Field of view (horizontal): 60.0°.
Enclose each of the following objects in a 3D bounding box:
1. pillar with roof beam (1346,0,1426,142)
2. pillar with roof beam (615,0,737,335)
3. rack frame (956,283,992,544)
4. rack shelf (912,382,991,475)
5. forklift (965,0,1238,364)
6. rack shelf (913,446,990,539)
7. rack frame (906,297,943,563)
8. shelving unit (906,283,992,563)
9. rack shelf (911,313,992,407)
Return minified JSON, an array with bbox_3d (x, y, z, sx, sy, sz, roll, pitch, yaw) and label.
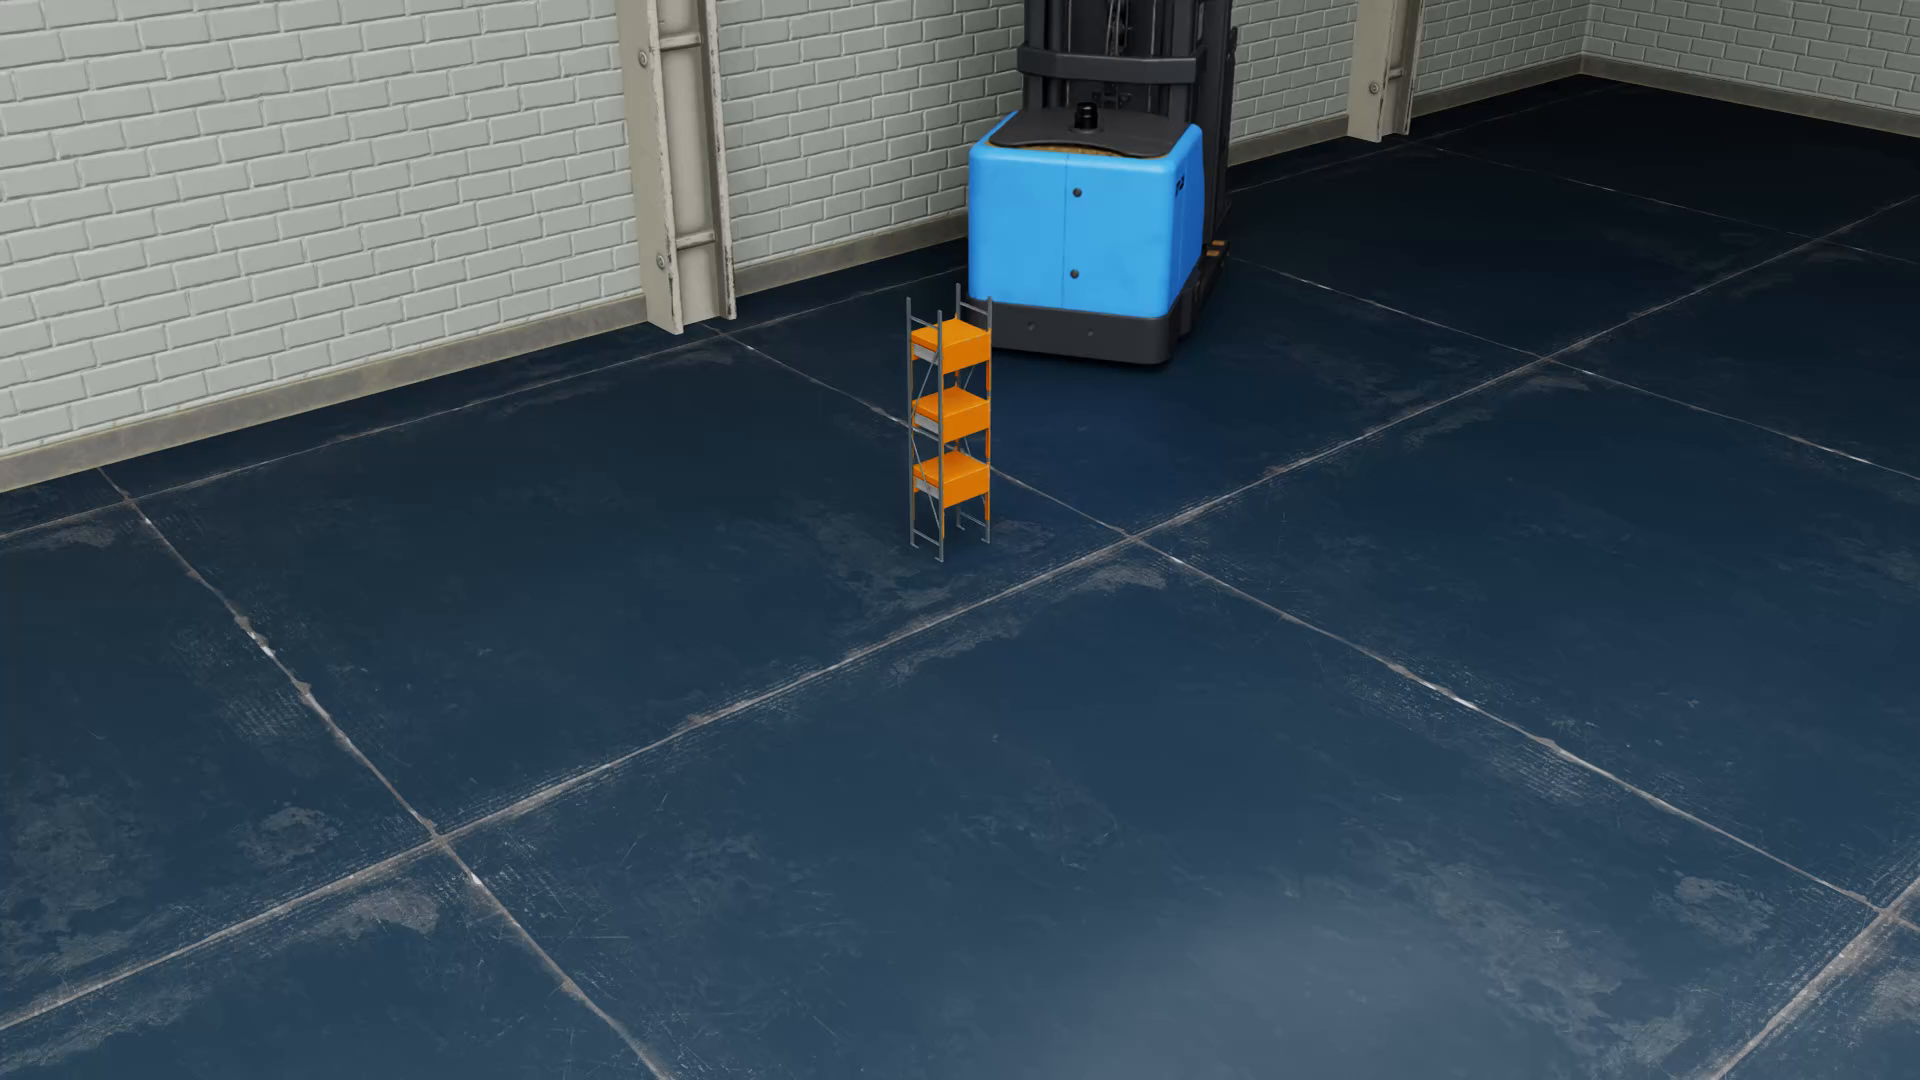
[{"bbox_3d":[5.905,-5.459,7.418,0.400,9.000,9.100,-22,35,-35],"label":"pillar with roof beam"},{"bbox_3d":[1.341,-3.624,3.983,0.400,9.000,9.100,-22,35,-35],"label":"pillar with roof beam"},{"bbox_3d":[0.052,-0.484,6.542,0.008,1.050,0.200,-22,35,-35],"label":"rack frame"},{"bbox_3d":[-0.041,-0.437,6.477,0.240,0.259,0.215,-22,35,-35],"label":"rack shelf"},{"bbox_3d":[0.948,-2.838,8.951,1.130,2.935,3.031,8,29,15],"label":"forklift"},{"bbox_3d":[-0.041,-0.192,6.608,0.240,0.259,0.215,-22,35,-35],"label":"rack shelf"},{"bbox_3d":[-0.133,-0.409,6.402,0.008,1.050,0.200,-22,35,-35],"label":"rack frame"},{"bbox_3d":[-0.041,-0.447,6.472,0.252,1.050,0.215,-22,35,-35],"label":"shelving unit"},{"bbox_3d":[-0.041,-0.688,6.343,0.240,0.259,0.215,-22,35,-35],"label":"rack shelf"}]
